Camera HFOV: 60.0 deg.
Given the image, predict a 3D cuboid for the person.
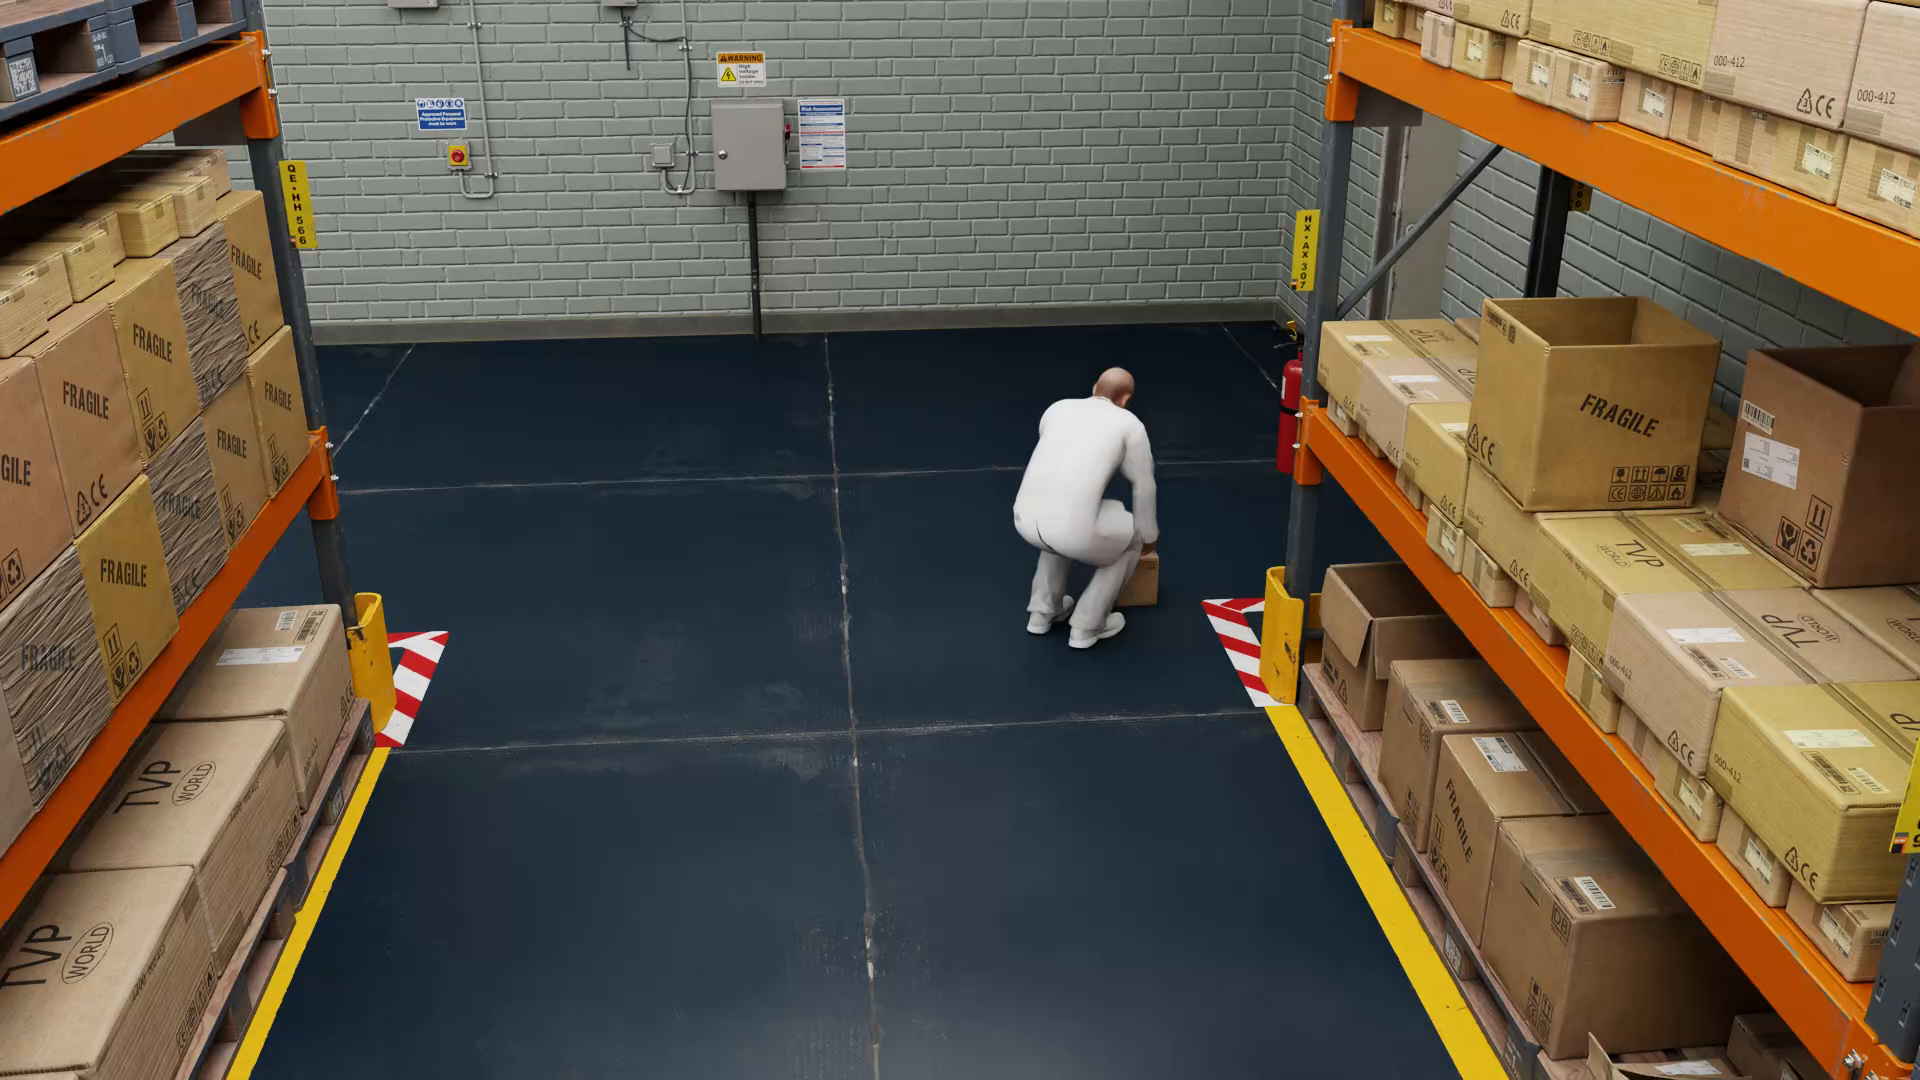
[{"bbox_3d":[0.561,-0.145,7.723,0.625,1.167,0.822,17,29,35],"label":"person"}]
